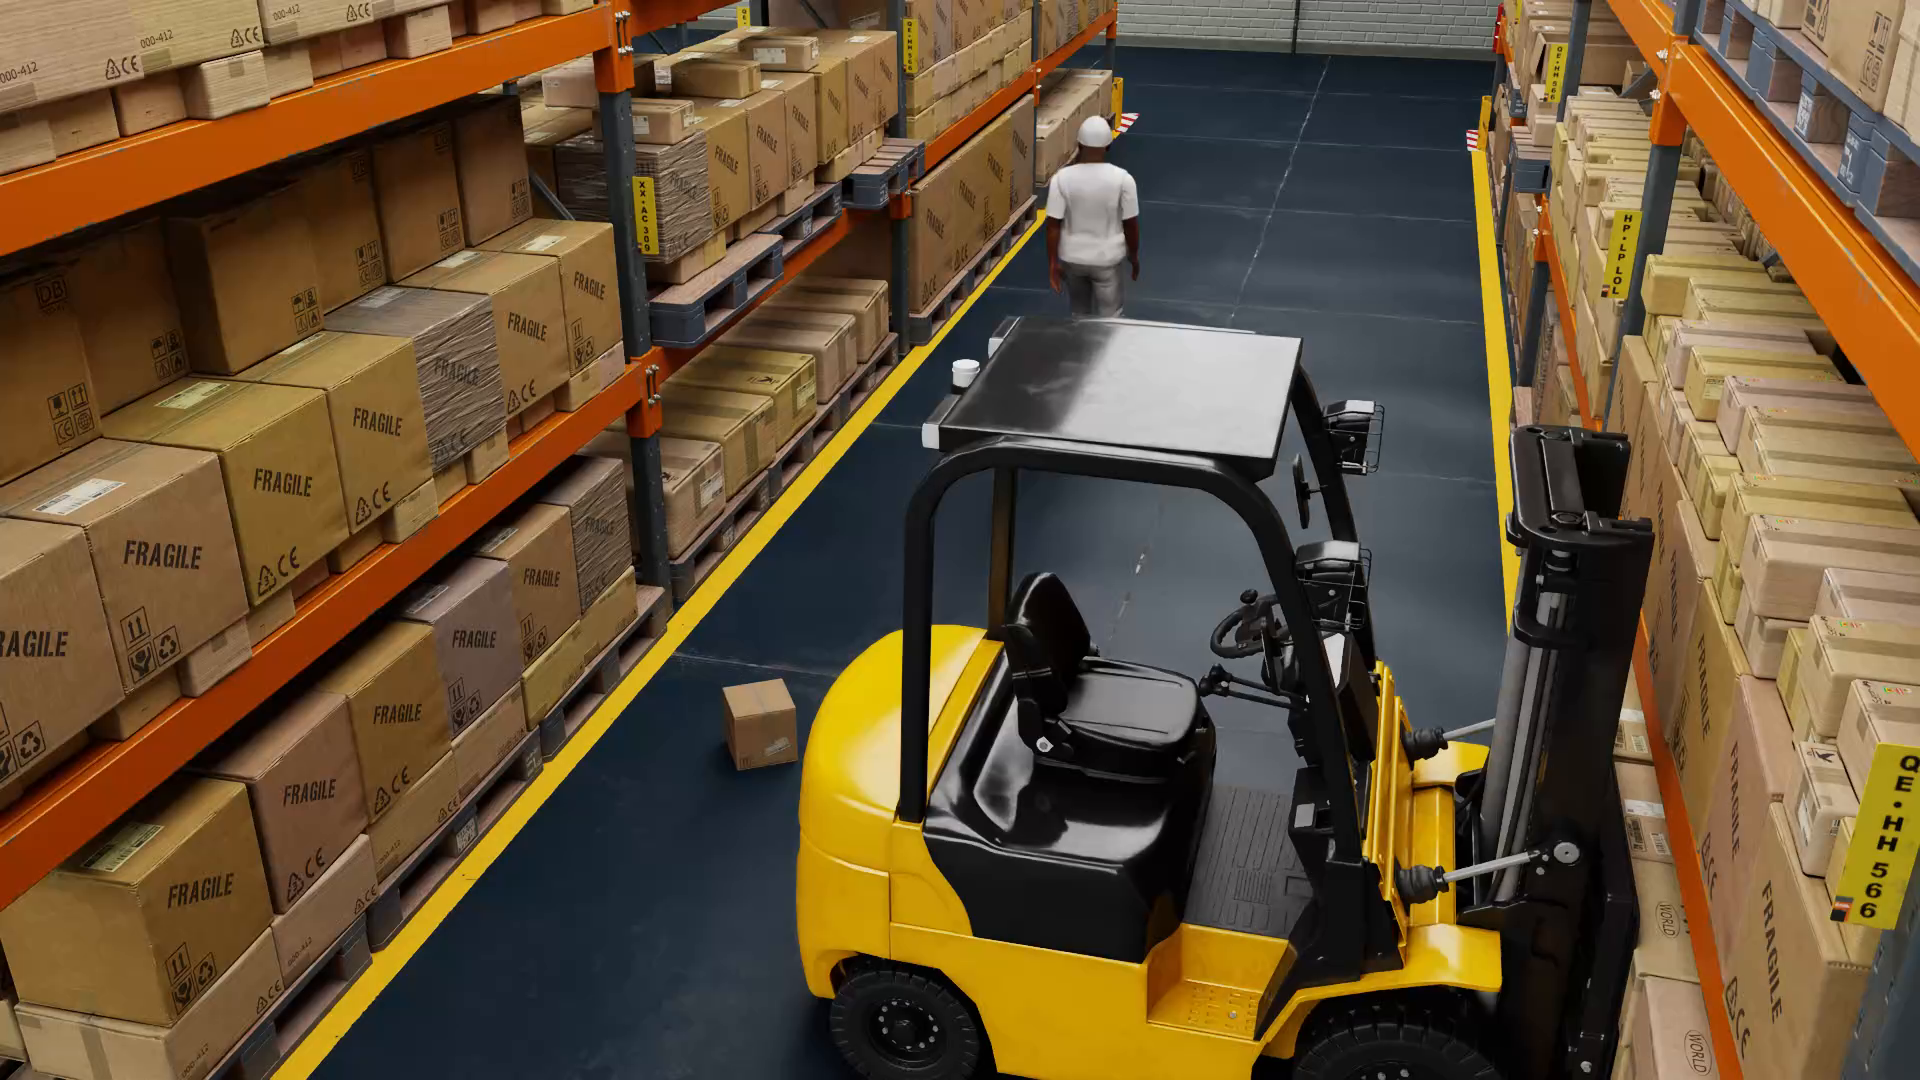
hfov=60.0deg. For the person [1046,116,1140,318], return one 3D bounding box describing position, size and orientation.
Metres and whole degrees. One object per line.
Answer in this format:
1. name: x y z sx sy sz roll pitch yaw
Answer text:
1. person: 0.817 -1.740 10.269 0.557 1.737 0.872 7 26 14
